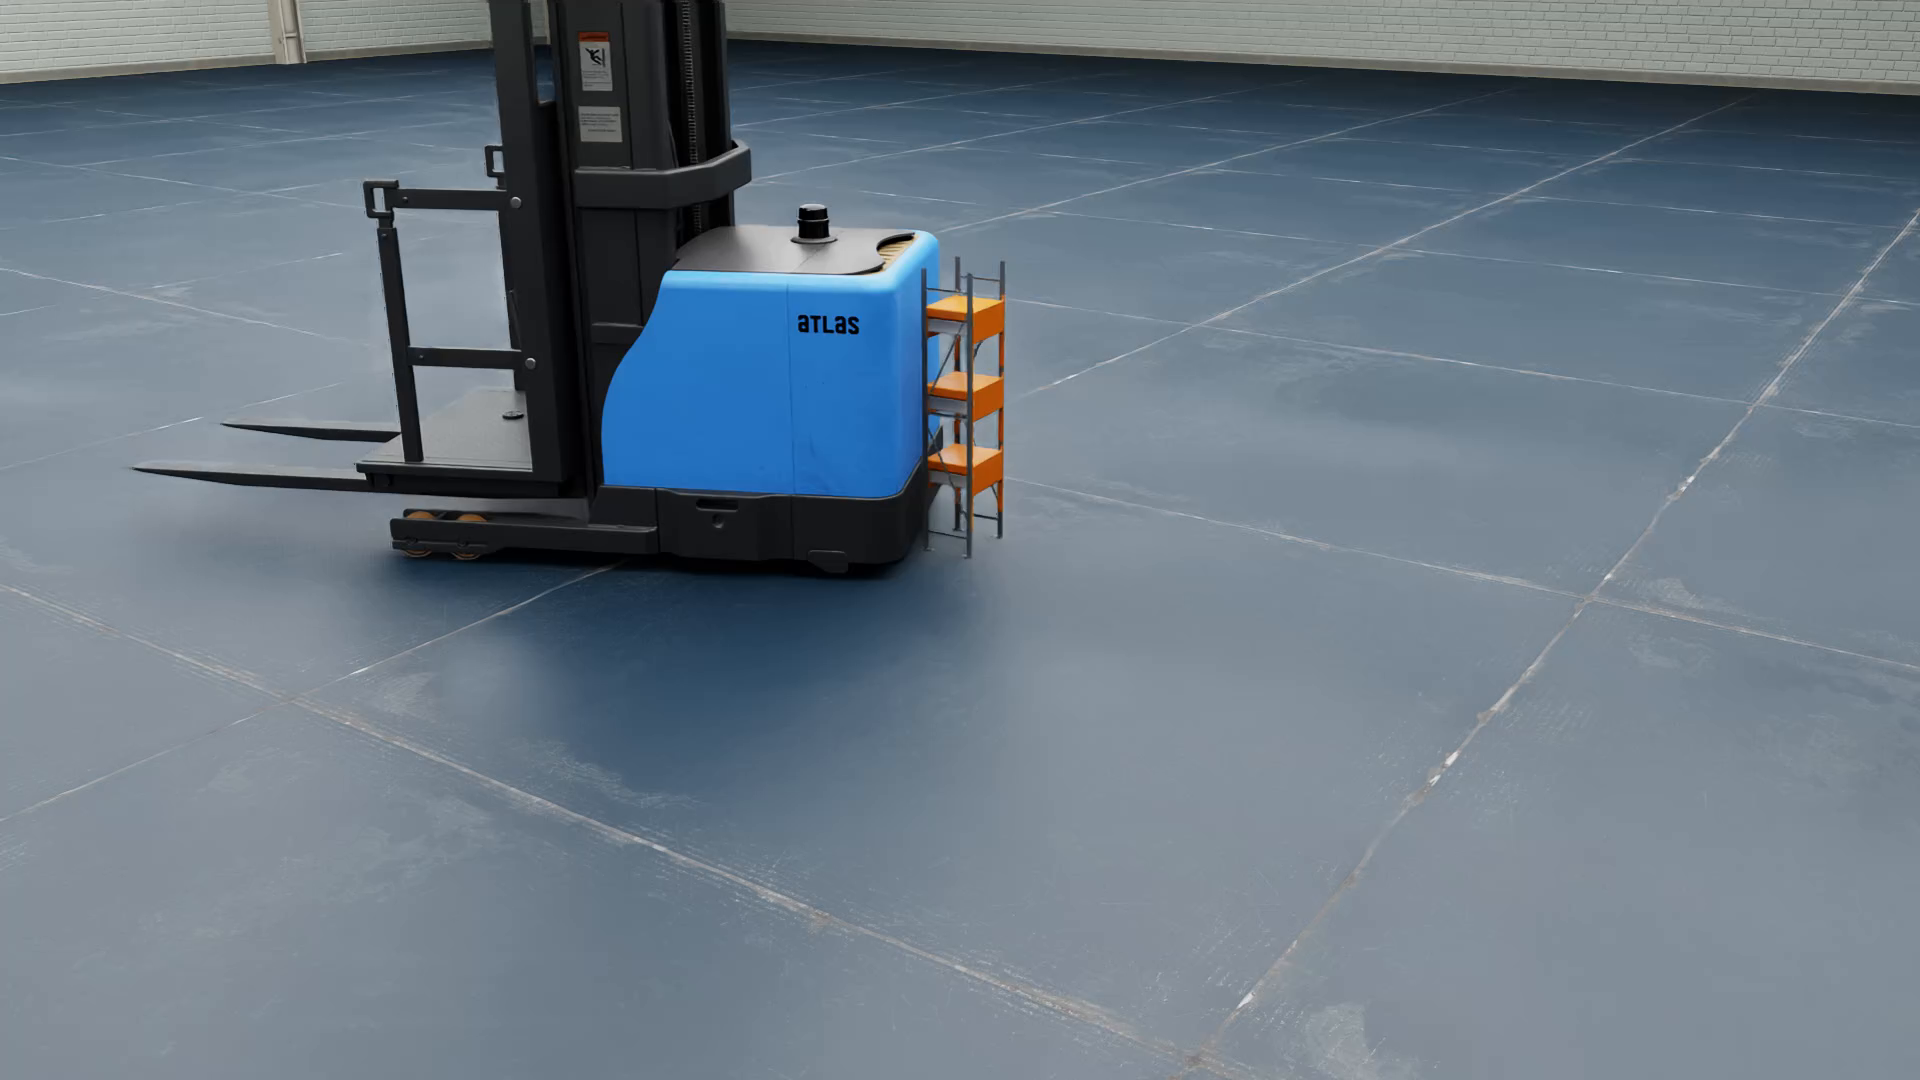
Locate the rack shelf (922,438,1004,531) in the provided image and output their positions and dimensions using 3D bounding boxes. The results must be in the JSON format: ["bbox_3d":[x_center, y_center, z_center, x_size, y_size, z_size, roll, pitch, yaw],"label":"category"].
[{"bbox_3d":[0.013,-0.208,6.145,0.215,0.259,0.240,11,23,27],"label":"rack shelf"}]

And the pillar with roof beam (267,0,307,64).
[{"bbox_3d":[-7.641,-11.363,24.013,9.100,9.000,0.400,13,24,32],"label":"pillar with roof beam"}]

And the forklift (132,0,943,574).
[{"bbox_3d":[-1.629,-1.477,6.032,3.031,2.935,1.130,3,21,8],"label":"forklift"}]

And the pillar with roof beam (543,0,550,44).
[{"bbox_3d":[-4.268,-13.085,28.667,9.100,9.000,0.400,13,24,32],"label":"pillar with roof beam"}]

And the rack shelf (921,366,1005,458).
[{"bbox_3d":[0.013,-0.469,6.049,0.215,0.259,0.240,11,23,27],"label":"rack shelf"}]

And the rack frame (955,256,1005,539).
[{"bbox_3d":[0.071,-0.516,6.145,0.200,1.050,0.008,11,23,27],"label":"rack frame"}]

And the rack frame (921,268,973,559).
[{"bbox_3d":[-0.046,-0.441,5.945,0.200,1.050,0.008,11,23,27],"label":"rack frame"}]

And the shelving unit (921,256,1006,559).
[{"bbox_3d":[0.013,-0.478,6.045,0.215,1.050,0.252,11,23,27],"label":"shelving unit"}]

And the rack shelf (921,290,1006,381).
[{"bbox_3d":[0.013,-0.735,5.950,0.215,0.259,0.240,11,23,27],"label":"rack shelf"}]
